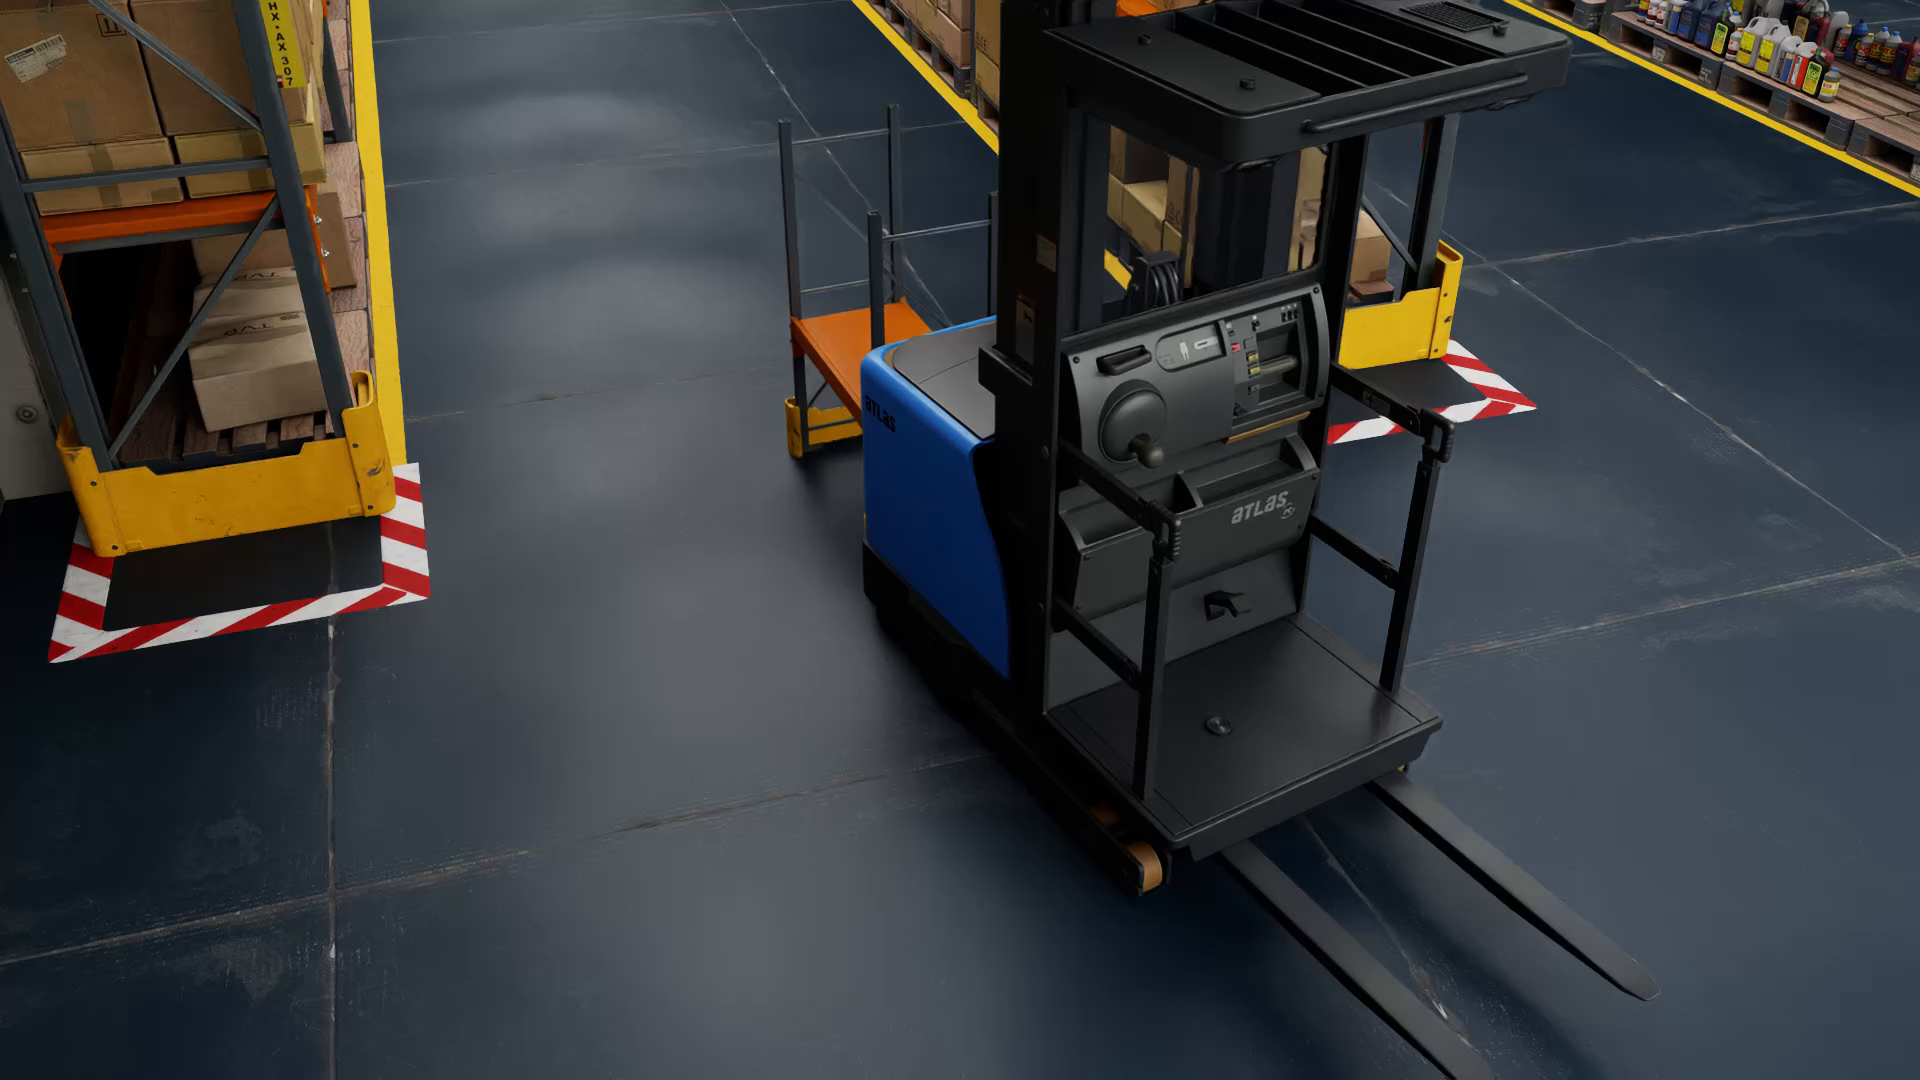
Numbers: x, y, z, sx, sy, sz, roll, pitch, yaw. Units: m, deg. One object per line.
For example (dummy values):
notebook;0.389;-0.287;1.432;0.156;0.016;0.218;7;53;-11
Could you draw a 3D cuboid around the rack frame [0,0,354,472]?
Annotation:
rack frame;-2.935;-1.321;6.028;1.000;3.000;0.127;-10;35;-15

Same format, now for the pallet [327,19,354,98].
pallet;-4.769;-3.308;11.565;1.003;0.211;1.213;-10;35;-15

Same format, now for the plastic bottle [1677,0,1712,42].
plastic bottle;5.131;-3.672;11.590;0.144;0.351;0.185;-9;35;-13

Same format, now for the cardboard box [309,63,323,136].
cardboard box;-2.953;-1.847;6.942;0.500;0.250;0.500;-11;35;-16

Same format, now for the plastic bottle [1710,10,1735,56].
plastic bottle;5.200;-3.451;11.317;0.061;0.283;0.133;-9;34;-13

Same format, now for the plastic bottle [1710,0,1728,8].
plastic bottle;5.269;-3.696;11.626;0.144;0.351;0.185;-10;35;-15

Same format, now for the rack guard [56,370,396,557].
rack guard;-2.958;-0.318;6.778;1.175;0.500;0.348;-10;35;-15

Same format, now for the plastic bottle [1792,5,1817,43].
plastic bottle;5.818;-3.547;11.461;0.061;0.283;0.133;-10;35;-15

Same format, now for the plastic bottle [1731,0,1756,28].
plastic bottle;5.614;-3.852;11.862;0.144;0.351;0.185;-10;35;-15

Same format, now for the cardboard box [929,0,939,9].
cardboard box;0.001;-3.955;11.618;0.500;0.311;0.500;-9;35;-13

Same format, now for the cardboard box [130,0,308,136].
cardboard box;-2.794;-1.881;6.313;0.500;0.500;0.500;-10;35;-15

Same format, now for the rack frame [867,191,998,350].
rack frame;-0.085;-0.552;6.225;0.500;1.500;0.032;-13;36;-19

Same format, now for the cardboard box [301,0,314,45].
cardboard box;-3.087;-2.414;7.121;0.500;0.500;0.500;-11;35;-16

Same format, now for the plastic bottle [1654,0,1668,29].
plastic bottle;5.022;-3.755;11.852;0.097;0.201;0.097;0;33;0

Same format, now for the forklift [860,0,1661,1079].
forklift;0.827;-0.432;4.746;1.130;2.935;3.031;-18;38;-26

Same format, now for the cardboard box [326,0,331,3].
cardboard box;-5.106;-4.293;12.394;0.700;0.500;0.500;-10;35;-14

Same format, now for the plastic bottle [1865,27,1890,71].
plastic bottle;6.109;-3.269;11.052;0.097;0.271;0.097;0;33;0

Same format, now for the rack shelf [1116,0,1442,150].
rack shelf;1.172;-2.906;9.079;1.077;0.370;4.000;-10;35;-15

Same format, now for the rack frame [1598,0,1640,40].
rack frame;5.280;-5.087;11.728;1.000;3.000;0.127;-10;35;-15

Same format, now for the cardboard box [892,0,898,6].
cardboard box;-0.304;-4.255;12.581;0.500;0.250;0.500;-9;35;-14

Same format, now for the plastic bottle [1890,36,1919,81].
plastic bottle;6.192;-3.164;10.881;0.061;0.283;0.133;-9;35;-14

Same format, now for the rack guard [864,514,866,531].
rack guard;-0.093;-0.040;6.584;0.587;0.250;0.087;-13;36;-19

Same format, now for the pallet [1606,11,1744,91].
pallet;5.445;-3.564;11.952;1.003;0.211;1.213;-10;35;-15

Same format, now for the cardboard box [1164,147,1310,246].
cardboard box;1.335;-1.728;8.078;0.500;0.500;0.500;-10;35;-15

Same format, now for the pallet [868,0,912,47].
pallet;-0.076;-4.115;12.785;1.003;0.211;1.213;-10;35;-15

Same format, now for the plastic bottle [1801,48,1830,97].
plastic bottle;5.470;-2.986;10.613;0.061;0.283;0.133;-9;35;-14

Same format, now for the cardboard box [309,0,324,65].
cardboard box;-3.255;-2.381;7.750;0.500;0.250;0.500;-10;35;-14

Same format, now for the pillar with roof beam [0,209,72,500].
pillar with roof beam;0.128;-4.770;5.806;9.100;9.000;0.400;-10;35;-15

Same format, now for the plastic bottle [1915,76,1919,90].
plastic bottle;6.244;-3.037;10.700;0.097;0.271;0.097;0;33;0

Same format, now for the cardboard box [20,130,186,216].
cardboard box;-3.262;-1.480;6.386;0.500;0.250;0.500;-10;35;-14

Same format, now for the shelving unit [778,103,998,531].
shelving unit;-0.286;-0.815;6.623;0.587;1.500;1.083;-13;36;-19

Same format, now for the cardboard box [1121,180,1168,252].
cardboard box;1.173;-1.676;8.679;0.500;0.250;0.500;-10;35;-15

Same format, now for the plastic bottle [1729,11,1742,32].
plastic bottle;5.269;-3.469;11.354;0.097;0.271;0.097;0;33;0

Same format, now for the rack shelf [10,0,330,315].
rack shelf;-3.545;-2.071;7.816;1.077;0.370;4.000;-10;35;-15

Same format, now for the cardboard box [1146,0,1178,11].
cardboard box;1.341;-2.982;8.451;0.700;0.500;0.500;-10;35;-14

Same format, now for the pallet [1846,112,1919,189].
pallet;6.190;-2.283;10.014;1.003;0.211;1.213;-10;35;-15

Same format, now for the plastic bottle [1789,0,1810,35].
plastic bottle;5.899;-3.668;11.646;0.061;0.283;0.133;-8;34;-12

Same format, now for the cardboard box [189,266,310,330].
cardboard box;-3.234;-1.060;7.674;0.500;0.311;0.500;-7;34;-11

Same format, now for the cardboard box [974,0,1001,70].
cardboard box;0.405;-3.301;10.458;0.500;0.500;0.500;-10;35;-15

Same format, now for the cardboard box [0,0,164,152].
cardboard box;-3.281;-1.791;6.178;0.500;0.500;0.500;-10;35;-15

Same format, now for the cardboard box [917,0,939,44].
cardboard box;0.007;-3.719;11.770;0.500;0.250;0.500;-11;35;-15

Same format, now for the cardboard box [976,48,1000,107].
cardboard box;0.414;-2.990;10.667;0.500;0.250;0.500;-10;35;-15

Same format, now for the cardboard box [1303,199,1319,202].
cardboard box;1.674;-1.765;8.813;0.500;0.250;0.500;-10;35;-15

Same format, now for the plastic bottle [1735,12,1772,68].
plastic bottle;5.318;-3.350;11.102;0.144;0.351;0.185;-10;35;-15

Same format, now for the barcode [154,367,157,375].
barcode;-3.446;-0.707;7.131;0.001;0.075;0.075;-10;35;-15

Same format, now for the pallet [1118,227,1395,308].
pallet;1.509;-1.387;8.658;1.003;0.211;1.213;-10;35;-15

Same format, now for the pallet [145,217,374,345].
pallet;-3.540;-1.269;8.480;1.003;0.211;1.213;-10;35;-15

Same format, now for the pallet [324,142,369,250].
pallet;-3.916;-1.911;9.451;1.003;0.211;1.213;-10;35;-15

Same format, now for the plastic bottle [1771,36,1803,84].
plastic bottle;5.430;-3.135;10.844;0.152;0.276;0.135;-11;35;-16

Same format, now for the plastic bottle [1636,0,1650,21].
plastic bottle;4.960;-3.891;11.994;0.097;0.271;0.097;0;33;0

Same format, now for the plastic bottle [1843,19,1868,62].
plastic bottle;6.047;-3.375;11.213;0.097;0.271;0.097;0;33;0

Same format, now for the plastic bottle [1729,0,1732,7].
plastic bottle;5.688;-3.965;12.169;0.097;0.201;0.097;0;33;0

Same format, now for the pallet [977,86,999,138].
pallet;0.764;-2.668;10.596;1.003;0.211;1.213;-10;35;-15

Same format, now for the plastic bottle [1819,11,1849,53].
plastic bottle;5.954;-3.488;11.380;0.152;0.276;0.135;-9;35;-14
